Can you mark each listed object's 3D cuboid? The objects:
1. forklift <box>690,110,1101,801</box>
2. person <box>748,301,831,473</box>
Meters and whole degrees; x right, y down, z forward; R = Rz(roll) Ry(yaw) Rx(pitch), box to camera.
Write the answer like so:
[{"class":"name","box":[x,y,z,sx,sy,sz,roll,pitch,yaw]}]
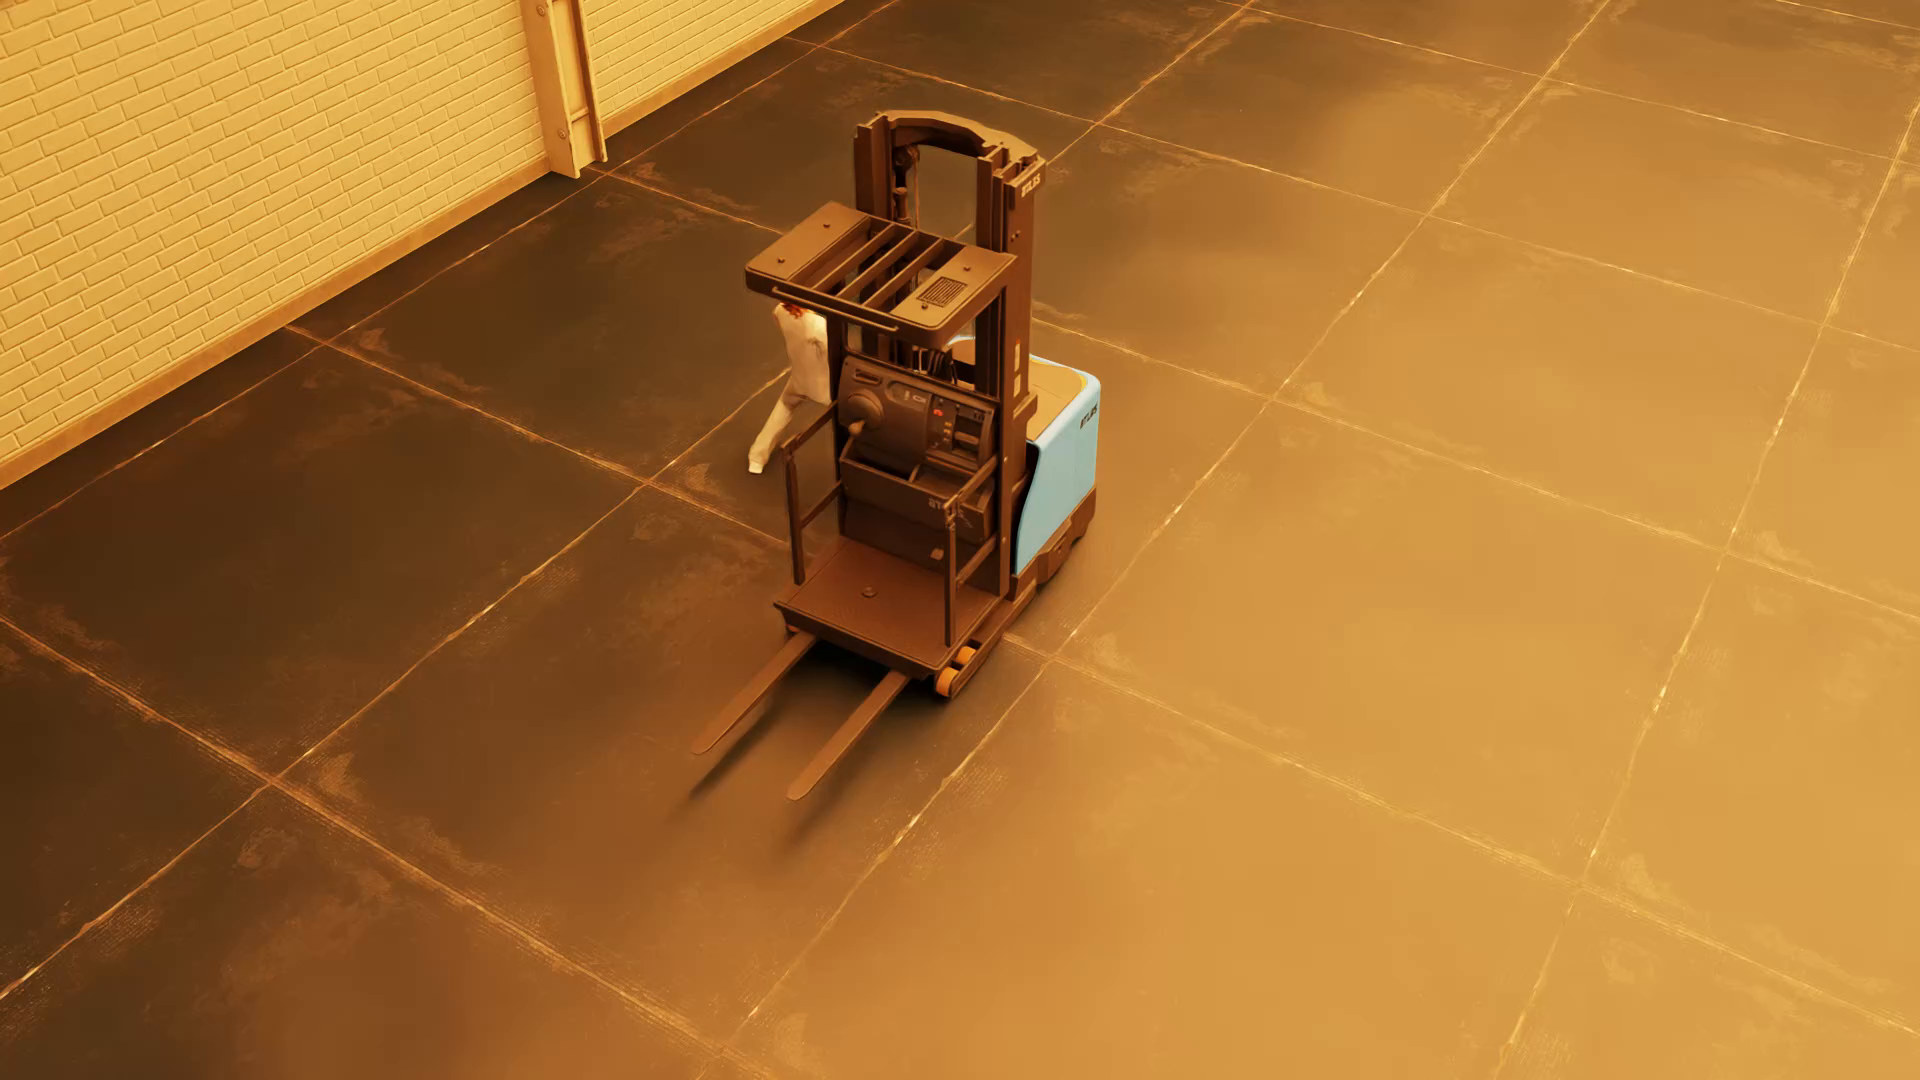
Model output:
[{"class":"forklift","box":[-0.345,-0.590,8.663,1.130,2.935,3.031,21,45,23]},{"class":"person","box":[-0.842,-1.058,10.351,0.923,1.533,0.896,32,50,32]}]
